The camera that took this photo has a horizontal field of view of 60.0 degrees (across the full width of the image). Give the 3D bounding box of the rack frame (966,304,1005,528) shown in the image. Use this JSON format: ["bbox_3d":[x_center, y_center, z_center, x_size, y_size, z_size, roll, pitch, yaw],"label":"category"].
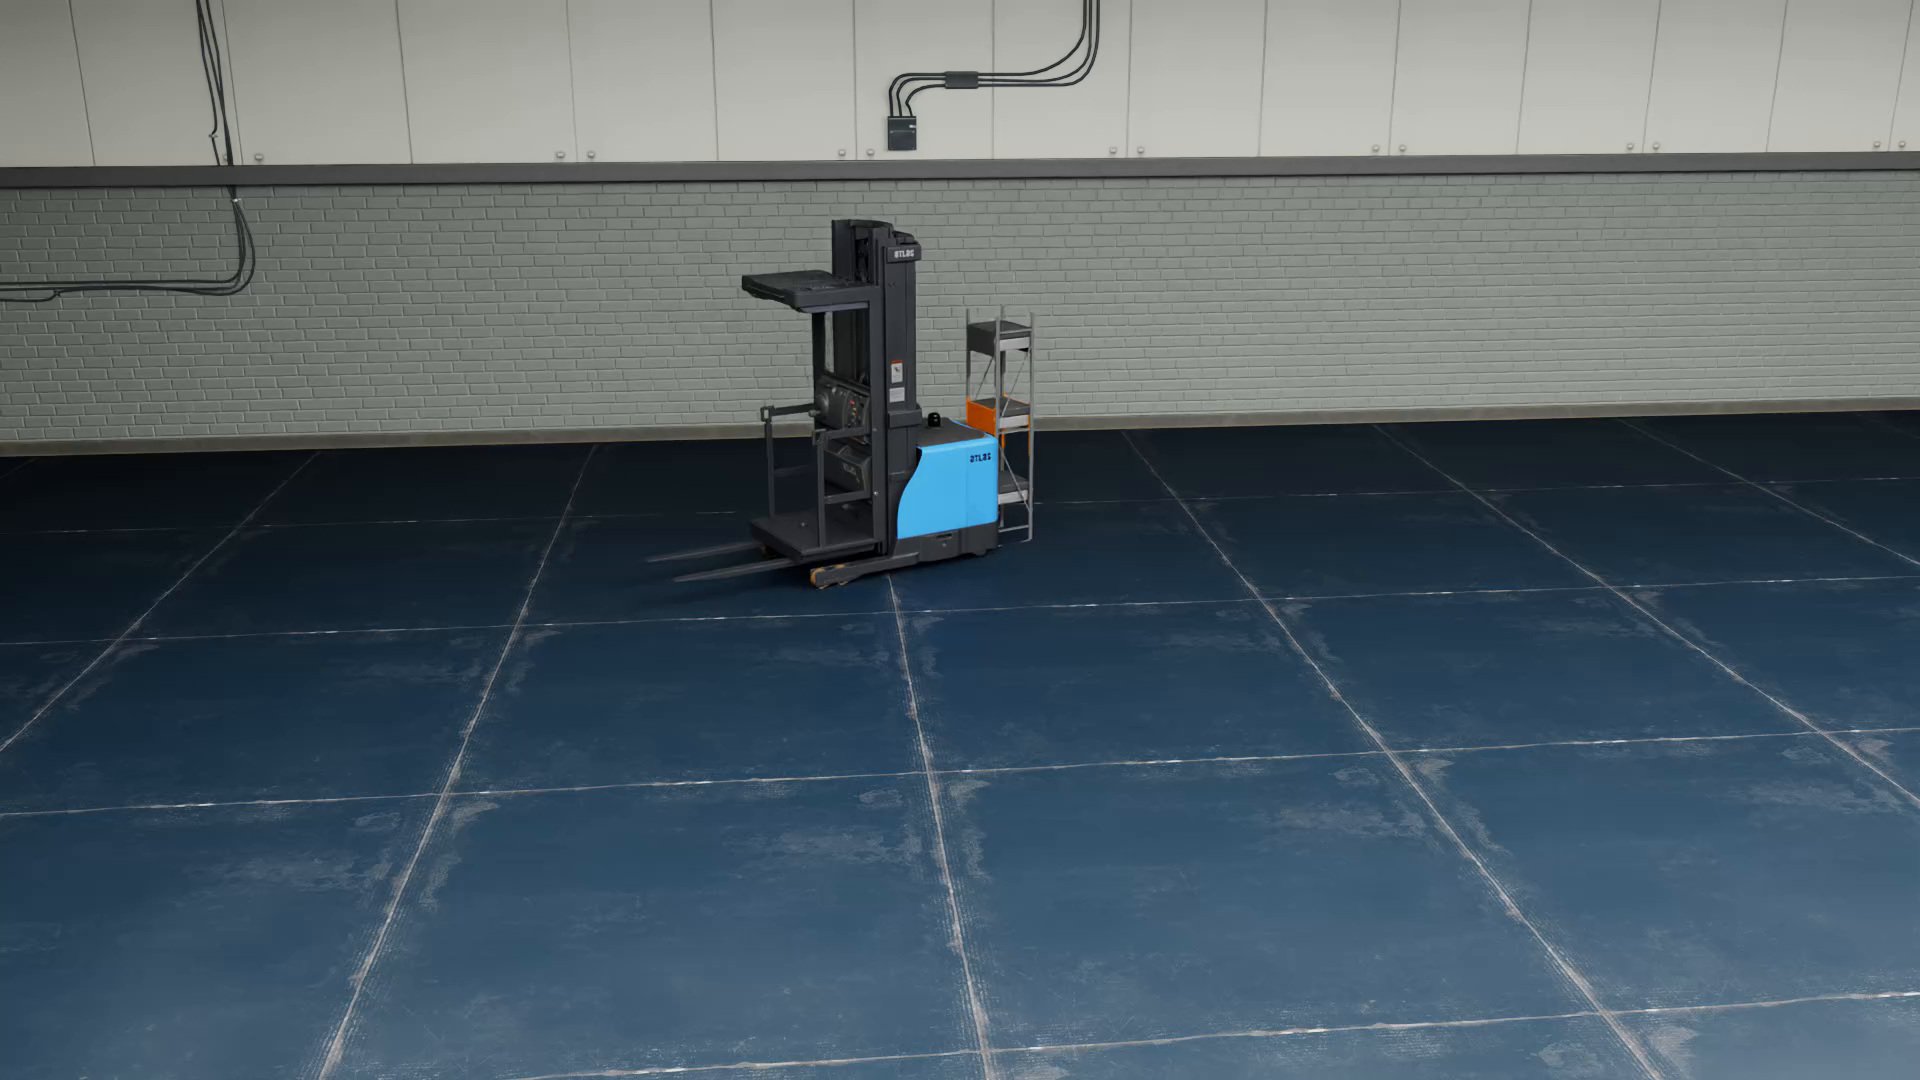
[{"bbox_3d":[0.231,-1.093,15.226,0.400,2.100,0.015,-10,20,-30],"label":"rack frame"}]

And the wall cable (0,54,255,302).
[{"bbox_3d":[-9.077,-3.755,17.371,3.097,2.526,0.112,-2,18,-6],"label":"wall cable"}]

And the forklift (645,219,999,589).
[{"bbox_3d":[-1.184,-1.171,14.088,3.031,2.935,1.130,-10,20,-30],"label":"forklift"}]

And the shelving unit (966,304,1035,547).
[{"bbox_3d":[0.358,-1.030,15.027,0.431,2.100,0.503,-10,20,-30],"label":"shelving unit"}]

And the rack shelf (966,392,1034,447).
[{"bbox_3d":[0.358,-1.017,15.031,0.431,0.518,0.480,-10,20,-30],"label":"rack shelf"}]

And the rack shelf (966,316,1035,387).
[{"bbox_3d":[0.358,-1.685,14.821,0.431,0.518,0.480,-10,20,-30],"label":"rack shelf"}]

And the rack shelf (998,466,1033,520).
[{"bbox_3d":[0.358,-0.350,15.241,0.431,0.518,0.480,-10,20,-30],"label":"rack shelf"}]

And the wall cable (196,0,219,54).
[{"bbox_3d":[-6.386,-6.248,16.880,3.097,2.526,0.112,-2,18,-6],"label":"wall cable"}]

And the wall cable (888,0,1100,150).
[{"bbox_3d":[0.368,-7.147,17.315,2.305,6.003,0.169,-2,18,-6],"label":"wall cable"}]

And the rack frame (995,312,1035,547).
[{"bbox_3d":[0.484,-0.968,14.828,0.400,2.100,0.015,-10,20,-30],"label":"rack frame"}]
